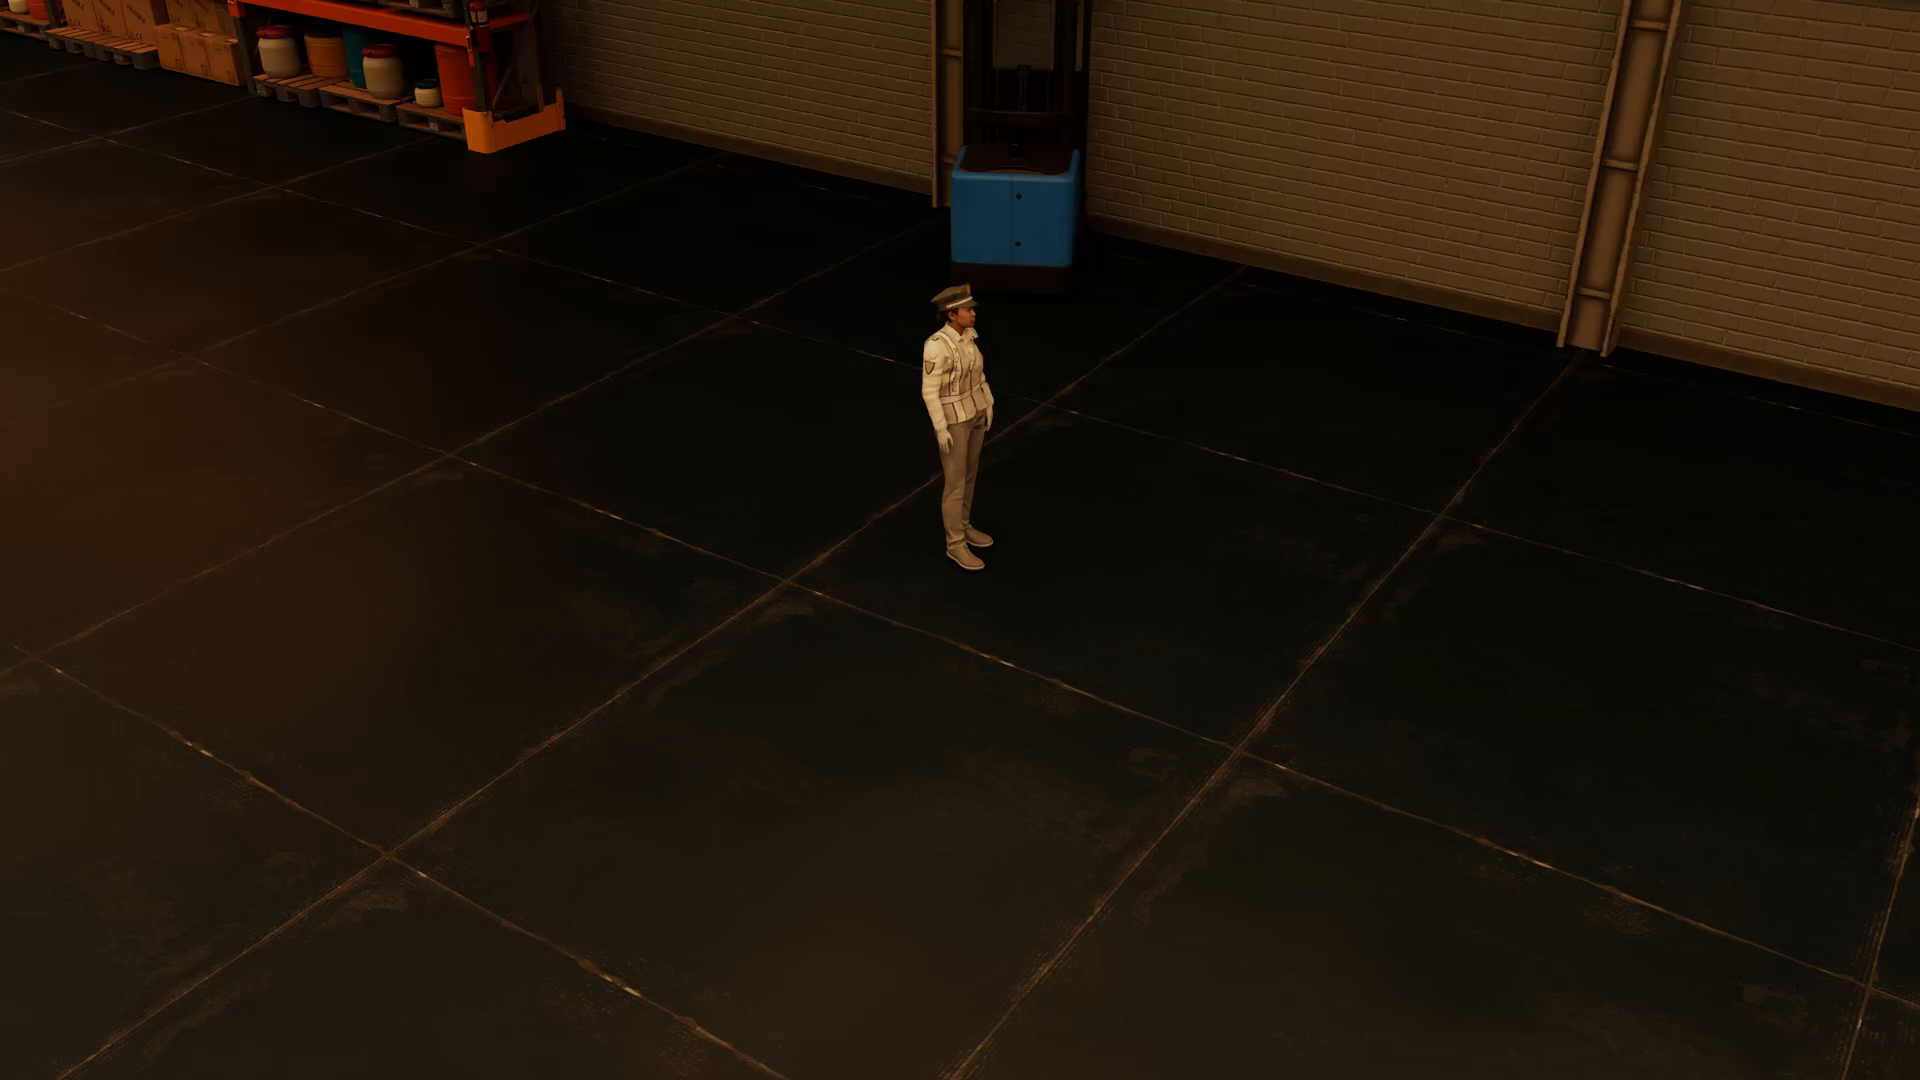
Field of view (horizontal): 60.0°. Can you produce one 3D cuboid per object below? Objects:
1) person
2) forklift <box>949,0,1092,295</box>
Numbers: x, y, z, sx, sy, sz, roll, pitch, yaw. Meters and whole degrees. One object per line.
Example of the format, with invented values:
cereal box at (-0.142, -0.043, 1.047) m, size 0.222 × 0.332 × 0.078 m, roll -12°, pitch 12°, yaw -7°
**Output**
person at (0.053, -0.717, 10.033) m, size 0.531 × 1.695 × 0.587 m, roll 19°, pitch 35°, yaw 29°
forklift at (0.595, -4.033, 14.526) m, size 1.130 × 2.935 × 3.031 m, roll 3°, pitch 30°, yaw 6°
